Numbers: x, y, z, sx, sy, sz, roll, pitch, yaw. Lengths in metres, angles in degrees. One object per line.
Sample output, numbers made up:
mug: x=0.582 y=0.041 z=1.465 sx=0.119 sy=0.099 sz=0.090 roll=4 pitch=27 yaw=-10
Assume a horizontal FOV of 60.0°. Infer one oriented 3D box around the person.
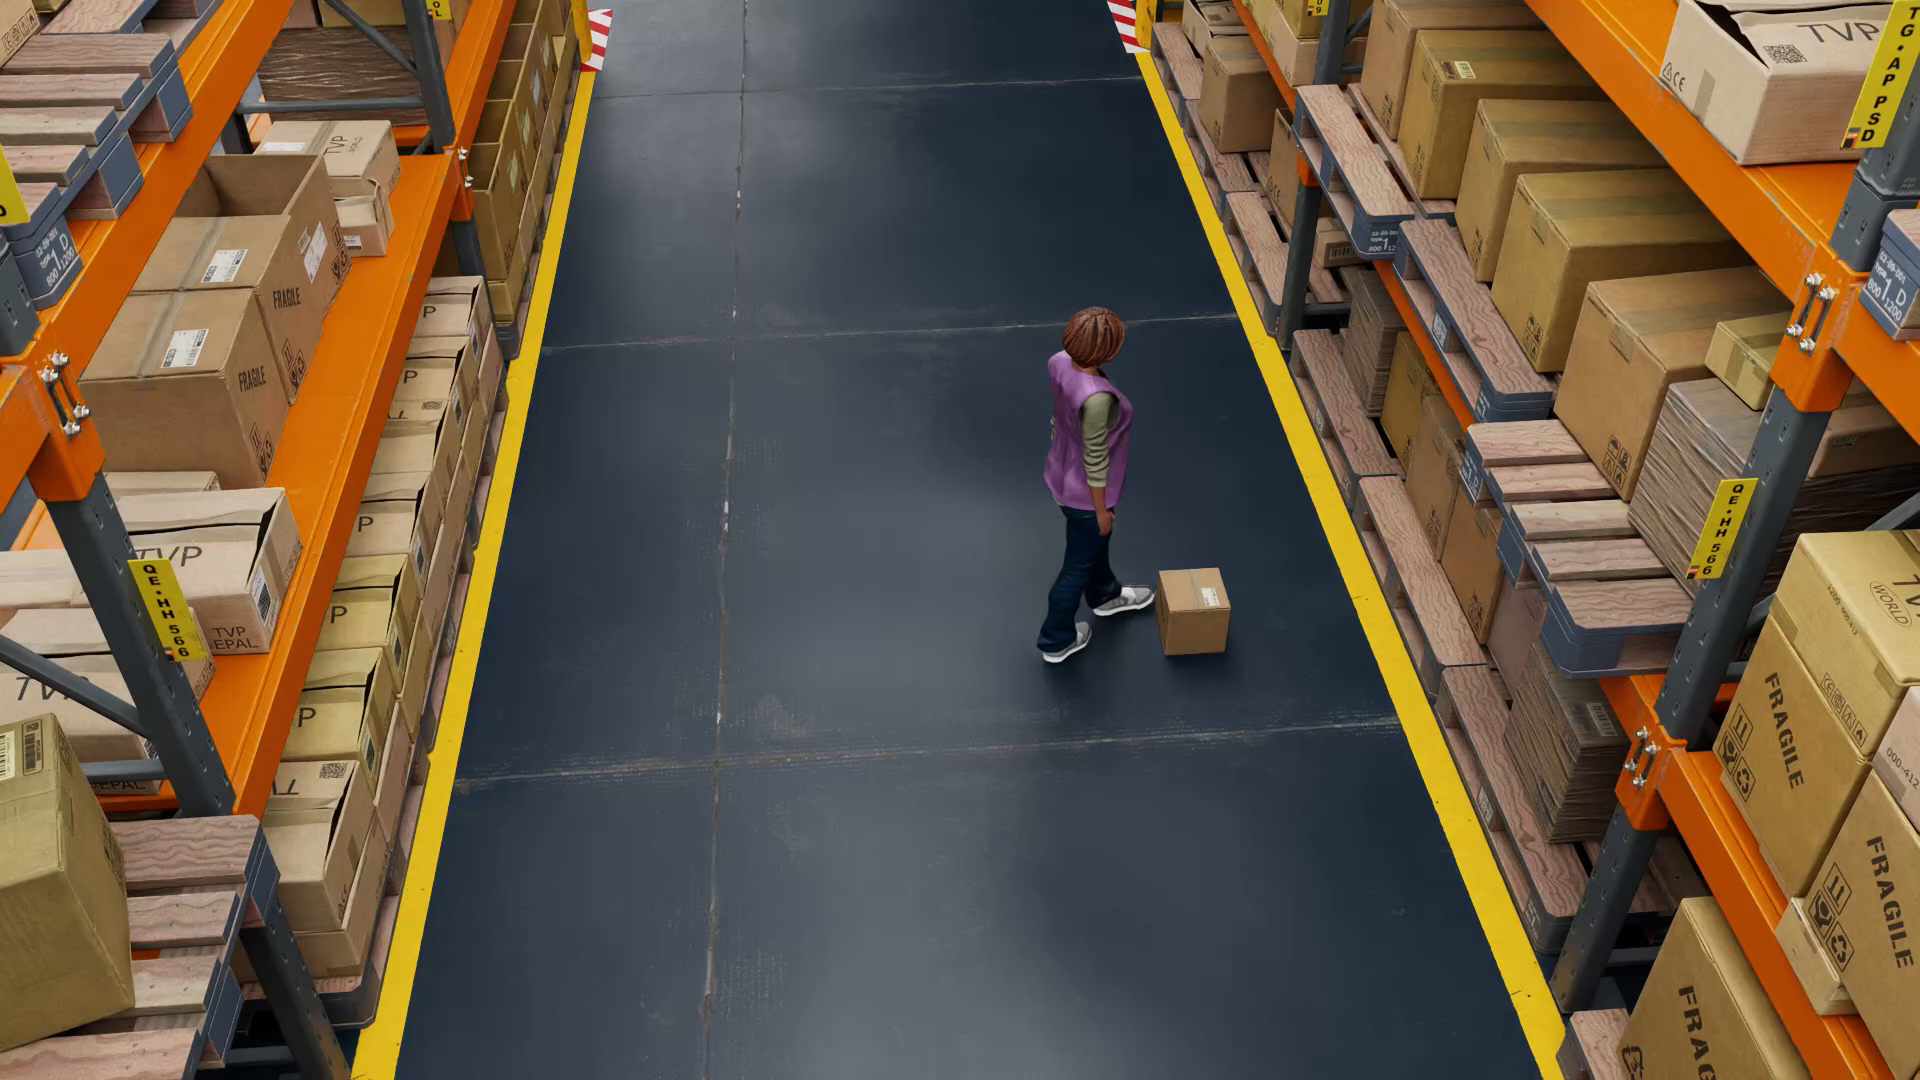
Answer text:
person: x=0.566 y=-0.229 z=6.432 sx=0.597 sy=1.593 sz=0.430 roll=-12 pitch=41 yaw=-14
